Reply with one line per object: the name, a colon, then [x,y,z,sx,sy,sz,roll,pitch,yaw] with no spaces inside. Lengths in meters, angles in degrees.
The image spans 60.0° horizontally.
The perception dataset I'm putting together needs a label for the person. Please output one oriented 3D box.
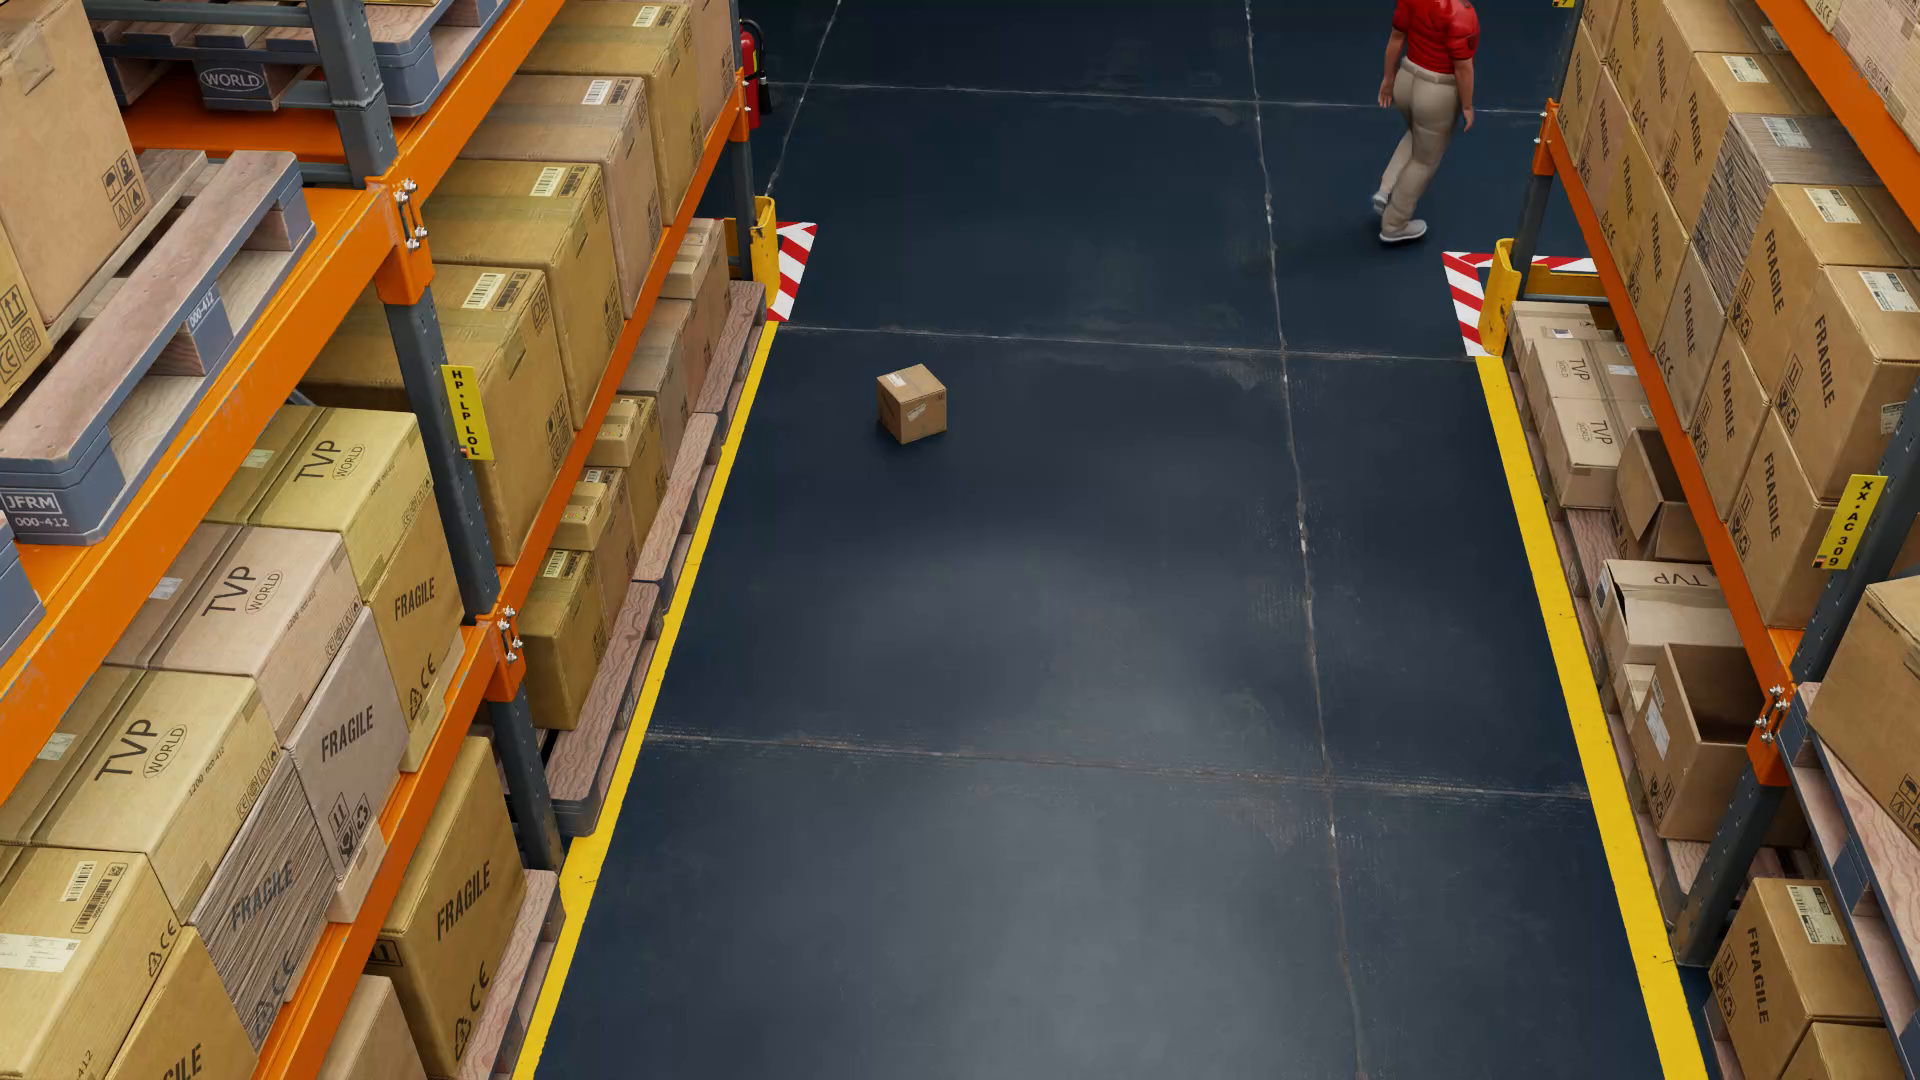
person: [2.597,-2.428,9.073,0.472,1.755,0.567,-19,44,-22]
